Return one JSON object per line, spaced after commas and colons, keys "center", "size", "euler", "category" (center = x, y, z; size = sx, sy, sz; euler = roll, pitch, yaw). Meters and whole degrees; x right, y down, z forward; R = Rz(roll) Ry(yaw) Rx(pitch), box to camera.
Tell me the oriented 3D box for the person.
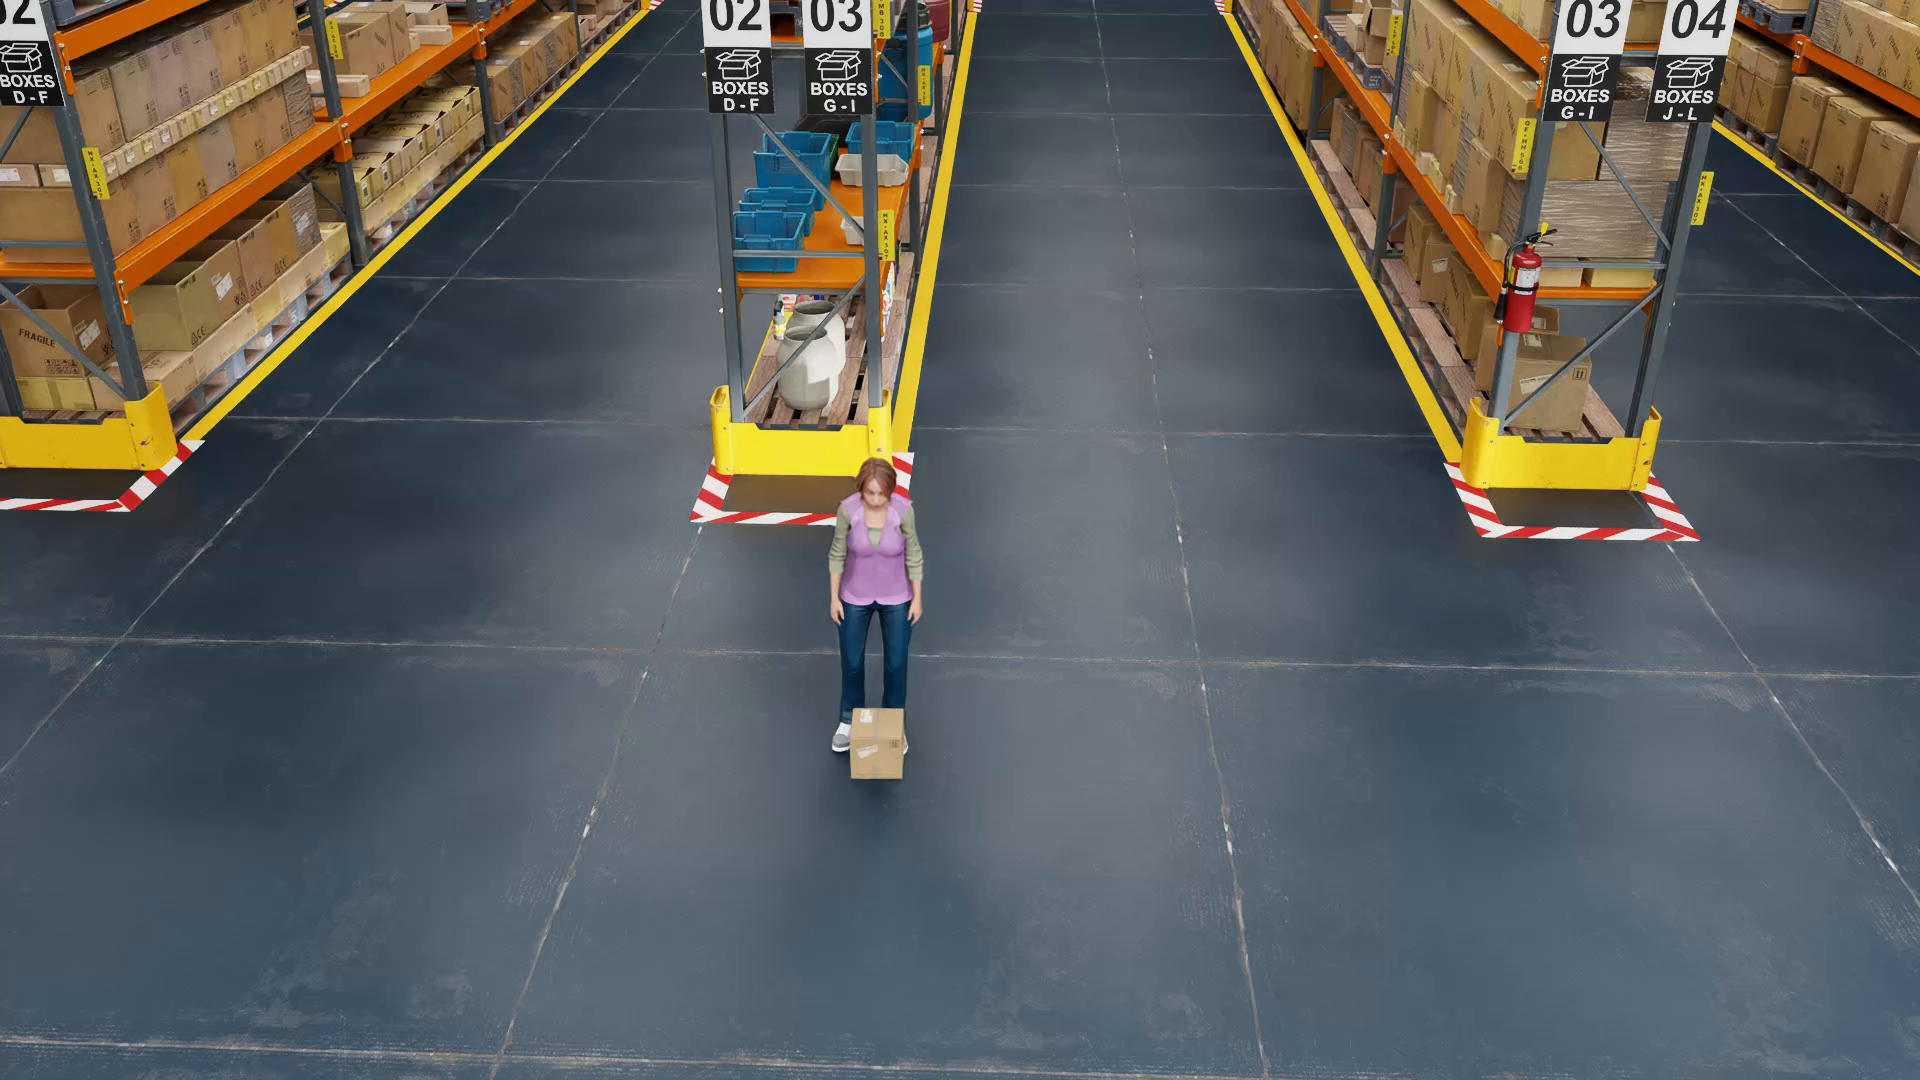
{"center": [-0.409, 0.307, 8.069], "size": [0.469, 1.590, 0.377], "euler": [0, 28, 0], "category": "person"}
